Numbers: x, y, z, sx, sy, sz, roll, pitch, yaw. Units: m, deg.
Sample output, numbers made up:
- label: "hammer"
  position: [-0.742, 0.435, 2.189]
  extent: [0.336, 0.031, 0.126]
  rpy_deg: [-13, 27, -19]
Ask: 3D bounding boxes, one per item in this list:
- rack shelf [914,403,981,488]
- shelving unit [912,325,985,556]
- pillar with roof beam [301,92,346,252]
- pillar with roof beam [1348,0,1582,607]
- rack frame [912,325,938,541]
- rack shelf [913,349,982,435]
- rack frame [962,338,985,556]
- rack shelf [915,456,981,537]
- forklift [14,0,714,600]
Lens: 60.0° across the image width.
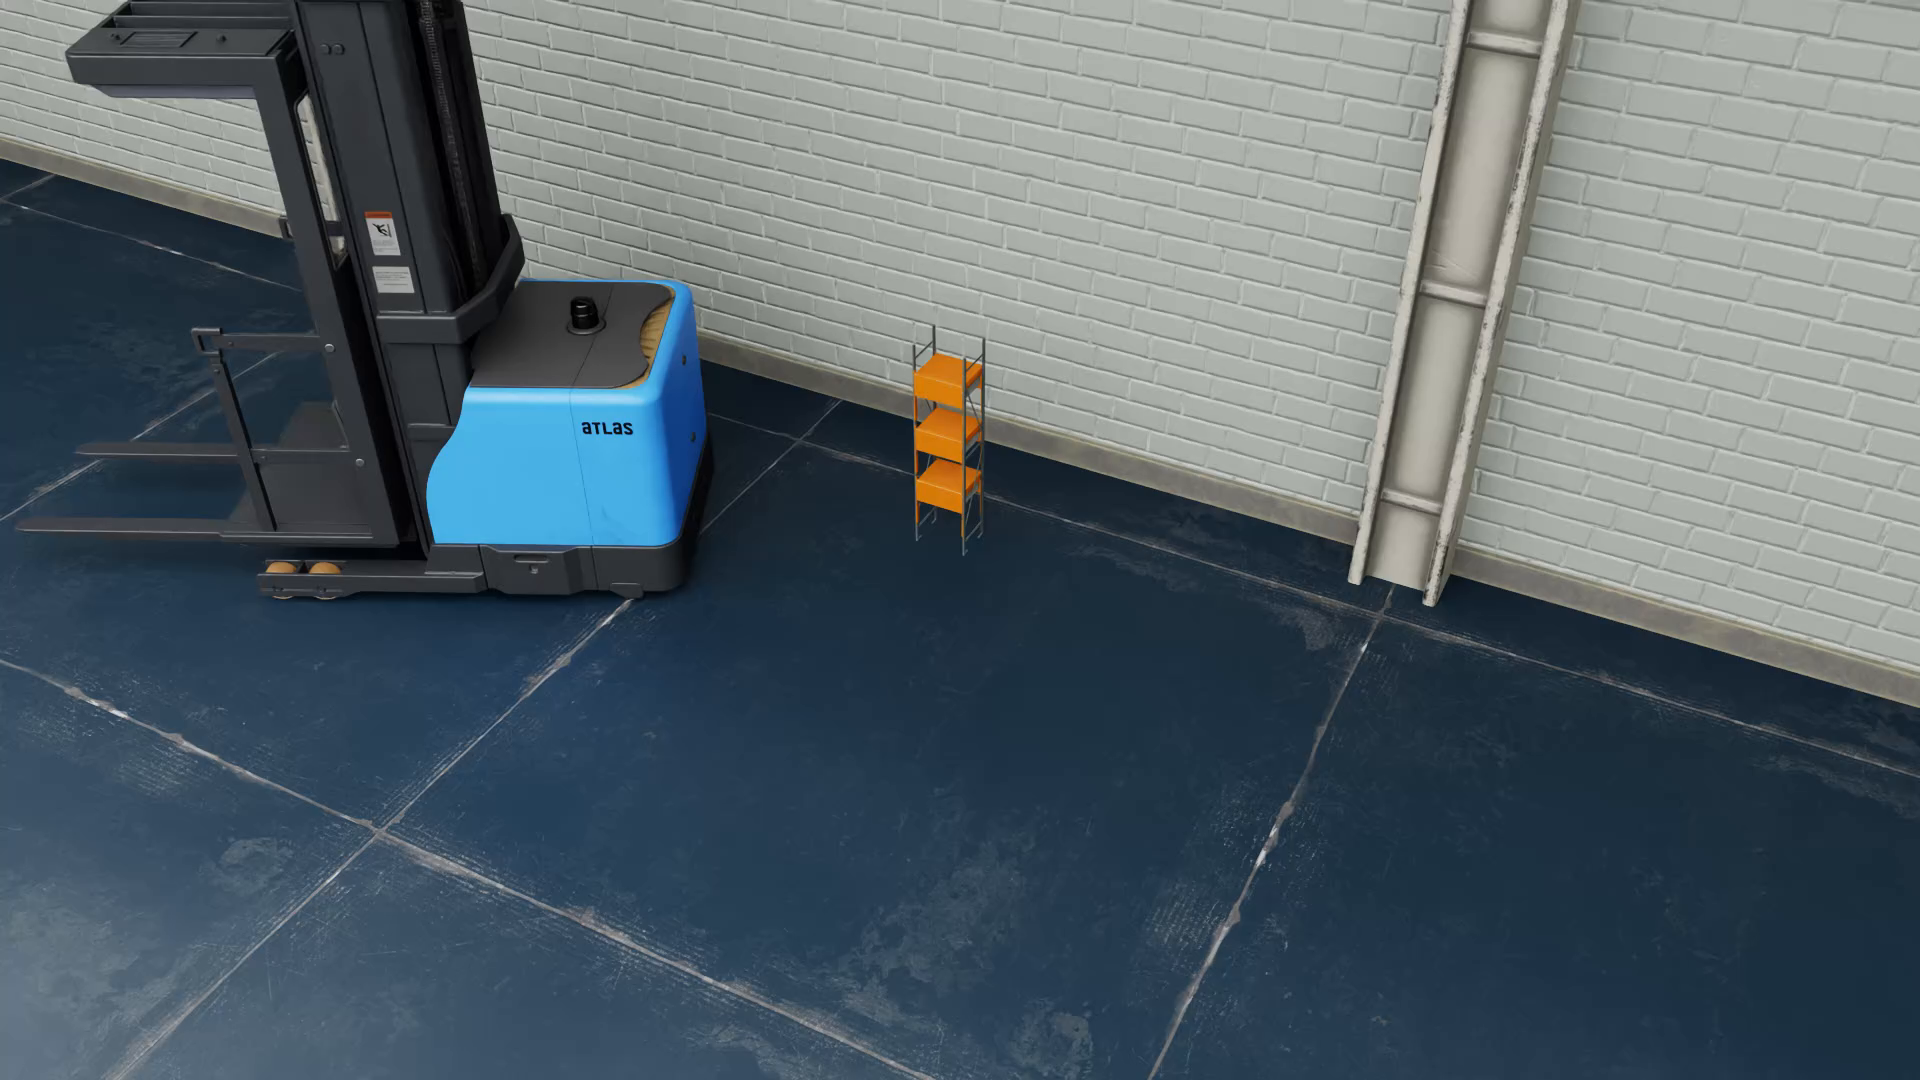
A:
- label: "rack shelf"
  position: [-0.048, -0.425, 7.459]
  extent: [0.240, 0.259, 0.215]
  rpy_deg: [17, 41, 21]
- label: "shelving unit"
  position: [-0.048, -0.433, 7.452]
  extent: [0.252, 1.050, 0.215]
  rpy_deg: [17, 41, 21]
- label: "pillar with roof beam"
  position: [-5.313, -2.781, 3.971]
  extent: [0.400, 9.000, 9.100]
  rpy_deg: [17, 41, 21]
- label: "pillar with roof beam"
  position: [0.015, -1.113, 1.773]
  extent: [0.400, 9.000, 9.100]
  rpy_deg: [17, 41, 21]
- label: "rack frame"
  position: [-0.156, -0.467, 7.497]
  extent: [0.008, 1.050, 0.200]
  rpy_deg: [17, 41, 21]
- label: "rack shelf"
  position: [-0.048, -0.651, 7.287]
  extent: [0.240, 0.259, 0.215]
  rpy_deg: [17, 41, 21]
- label: "rack frame"
  position: [0.061, -0.399, 7.407]
  extent: [0.008, 1.050, 0.200]
  rpy_deg: [17, 41, 21]
- label: "rack shelf"
  position: [-0.048, -0.203, 7.627]
  extent: [0.240, 0.259, 0.215]
  rpy_deg: [17, 41, 21]
- label: "forklift"
  position: [-2.719, -1.221, 6.935]
  extent: [3.031, 2.935, 1.130]
  rpy_deg: [1, 37, 1]
